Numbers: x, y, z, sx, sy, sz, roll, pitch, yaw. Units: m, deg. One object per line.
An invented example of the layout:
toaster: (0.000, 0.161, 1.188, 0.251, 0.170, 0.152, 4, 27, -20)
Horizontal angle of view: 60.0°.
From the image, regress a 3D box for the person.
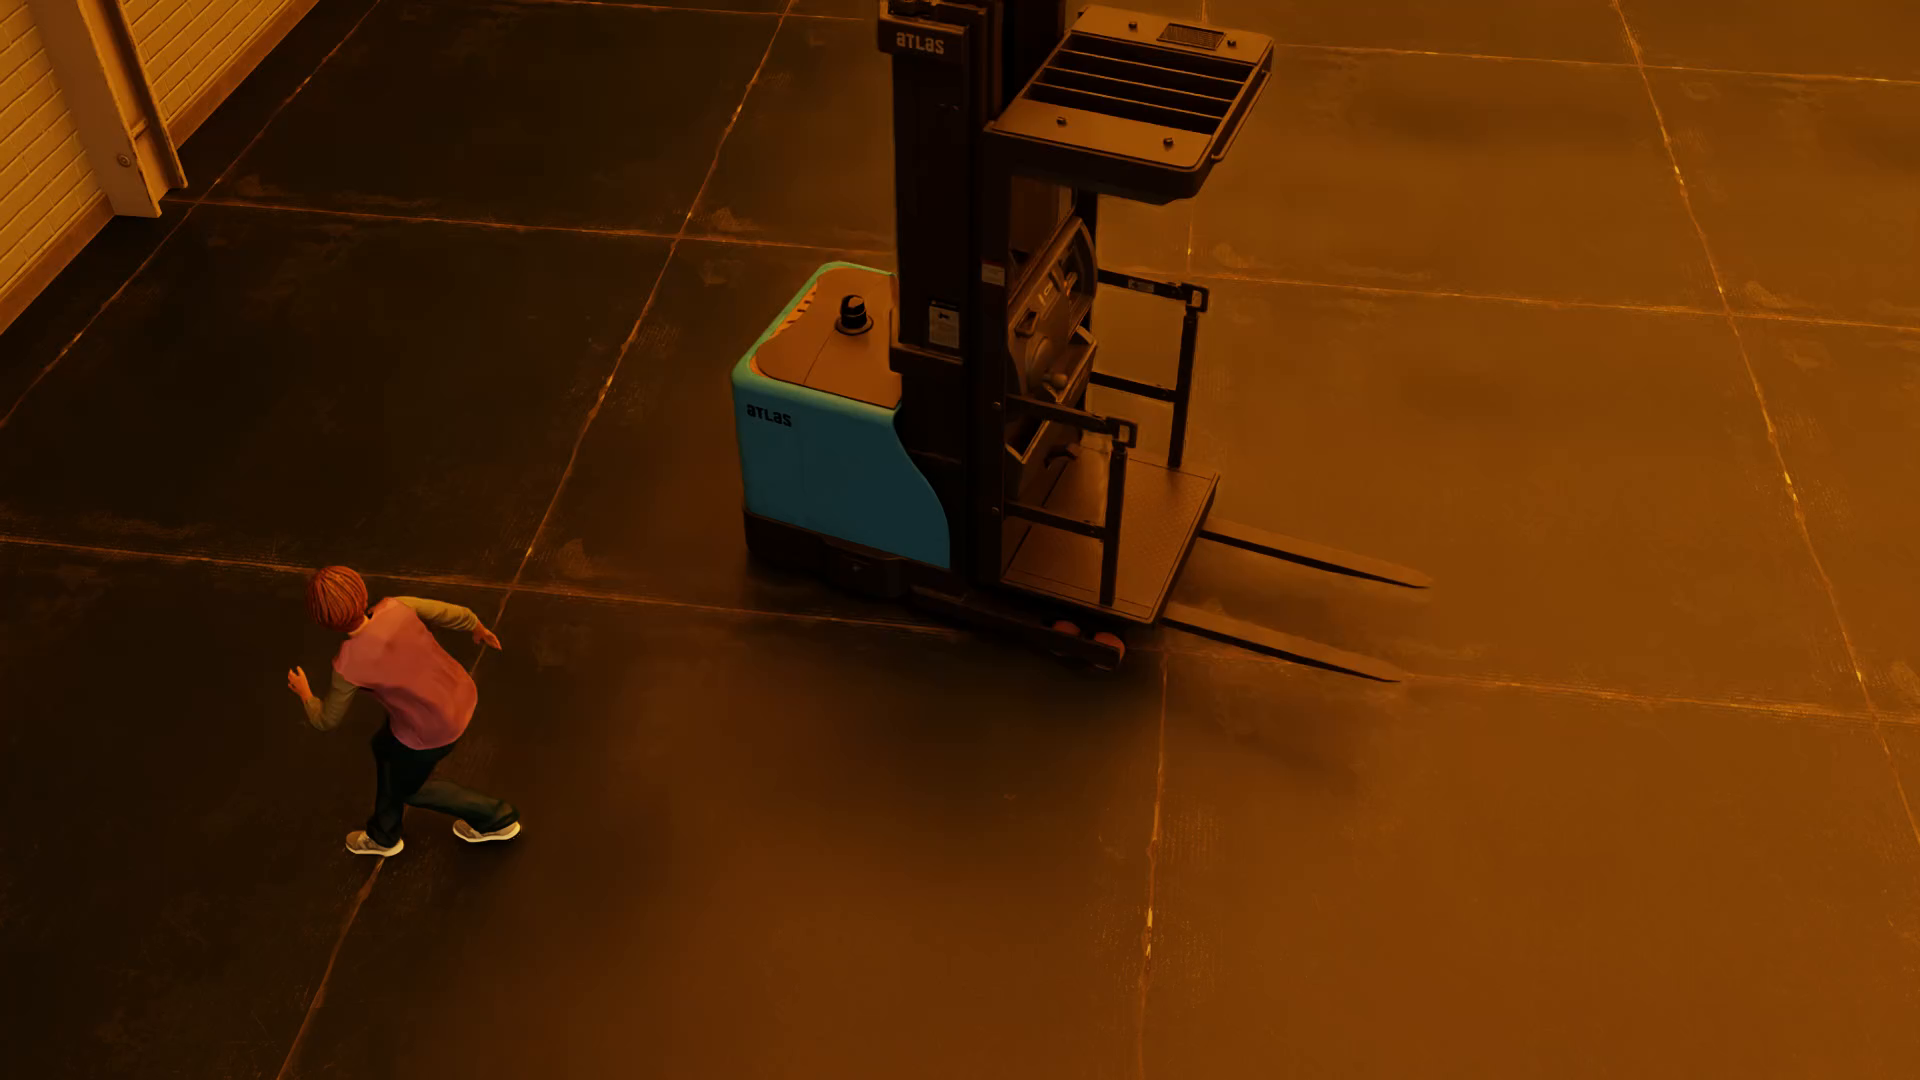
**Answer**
person: (-2.092, 0.583, 6.190, 0.744, 1.469, 0.656, 7, 43, 8)

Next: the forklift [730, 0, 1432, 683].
forklift: (0.565, -0.924, 6.730, 3.031, 2.935, 1.130, 16, 45, 16)
